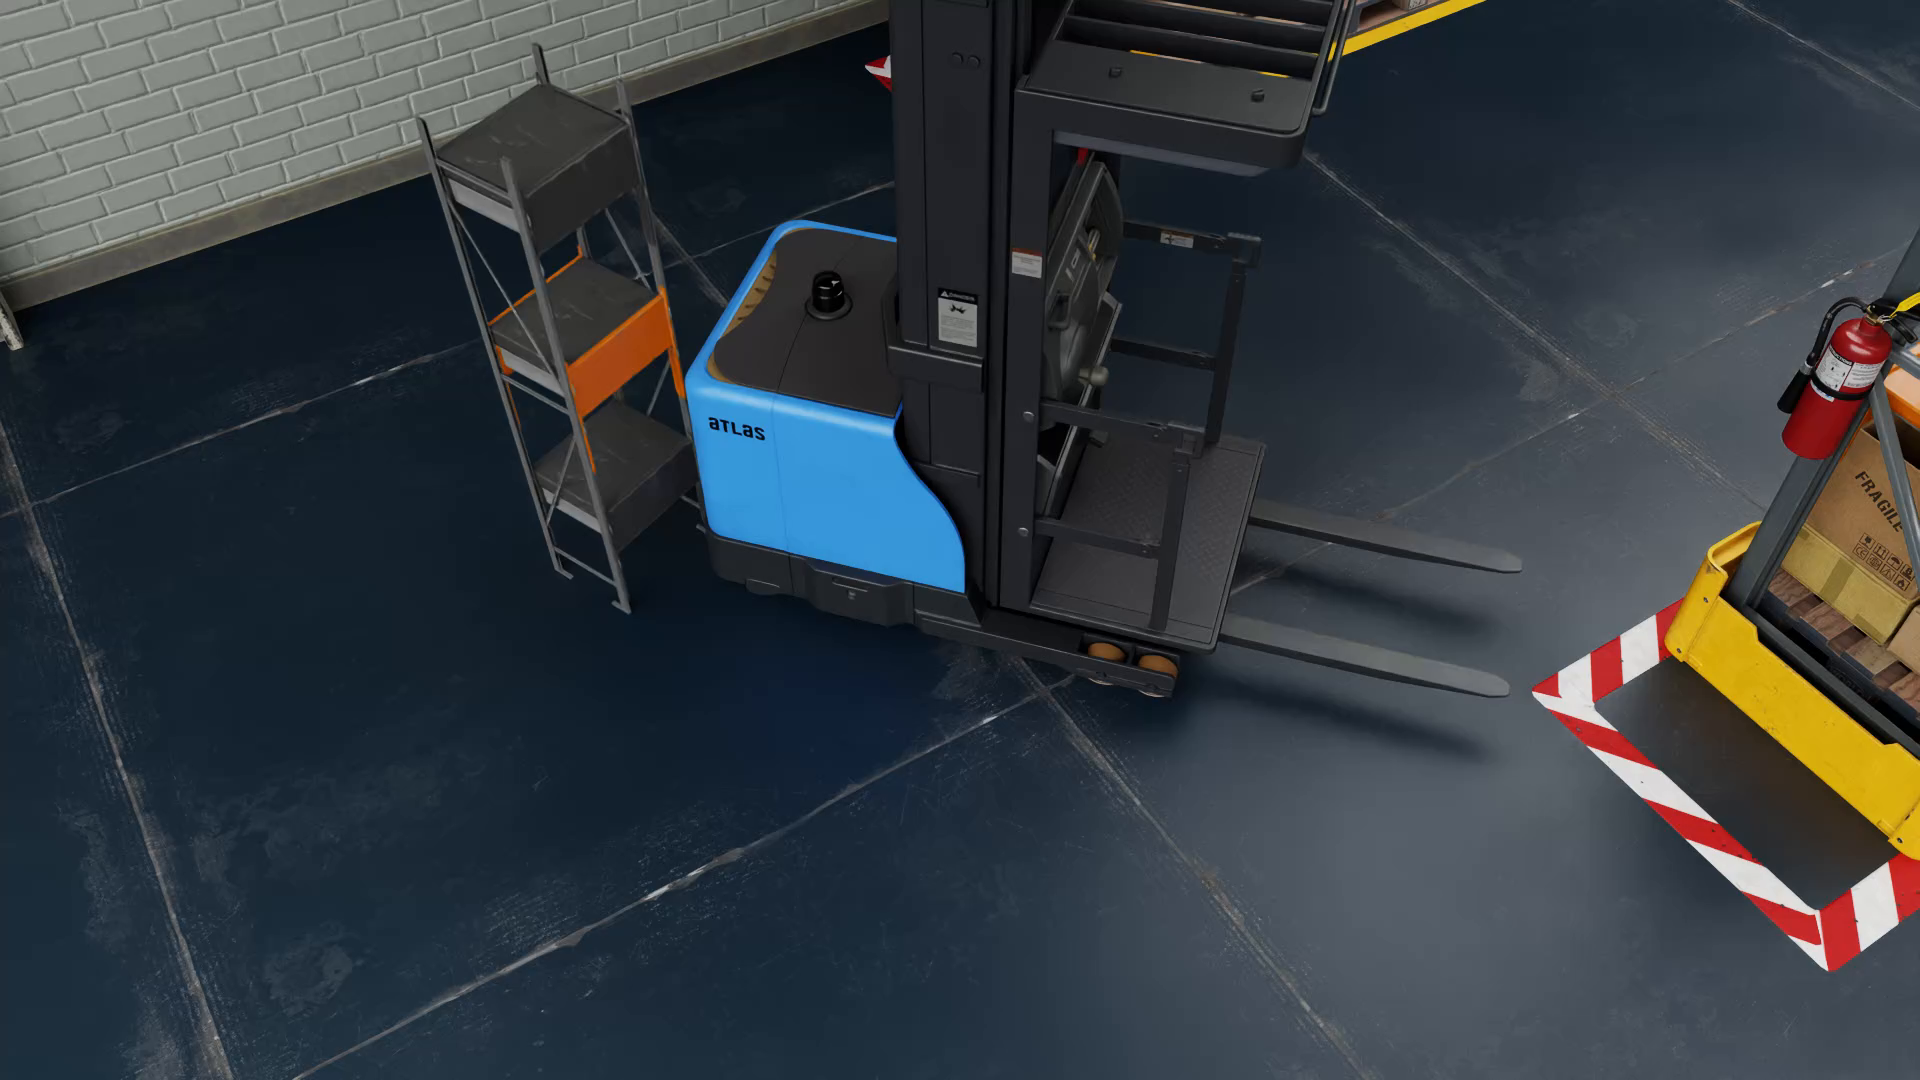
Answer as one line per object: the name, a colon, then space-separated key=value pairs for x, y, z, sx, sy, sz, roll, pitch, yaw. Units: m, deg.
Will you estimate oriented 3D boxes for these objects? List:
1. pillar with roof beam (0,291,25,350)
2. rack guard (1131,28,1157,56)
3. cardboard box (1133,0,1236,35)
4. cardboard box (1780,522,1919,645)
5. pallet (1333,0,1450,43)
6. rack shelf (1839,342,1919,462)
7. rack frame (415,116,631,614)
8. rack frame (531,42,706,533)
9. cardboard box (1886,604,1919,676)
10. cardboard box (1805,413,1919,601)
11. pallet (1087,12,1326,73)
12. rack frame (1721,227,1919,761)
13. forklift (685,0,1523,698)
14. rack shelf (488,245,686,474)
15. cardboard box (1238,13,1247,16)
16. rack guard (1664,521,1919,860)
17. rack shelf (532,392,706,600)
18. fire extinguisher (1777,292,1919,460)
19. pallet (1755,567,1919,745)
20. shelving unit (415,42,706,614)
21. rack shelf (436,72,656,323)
pillar with roof beam: x=-2.154 y=-1.162 z=1.704 sx=0.400 sy=9.000 sz=9.100 roll=-25 pitch=53 yaw=-21
rack guard: x=0.557 y=-2.650 z=8.721 sx=0.348 sy=0.500 sz=1.175 roll=-25 pitch=53 yaw=-21
cardboard box: x=1.126 y=-2.922 z=8.795 sx=0.500 sy=0.311 sz=0.500 roll=-31 pitch=55 yaw=-25
cardboard box: x=3.435 y=0.050 z=6.202 sx=0.500 sy=0.250 sz=0.500 roll=-25 pitch=53 yaw=-21
pallet: x=2.294 y=-3.339 z=9.527 sx=1.213 sy=0.211 sz=1.003 roll=-25 pitch=53 yaw=-21
rack shelf: x=4.831 y=-0.882 z=5.954 sx=4.000 sy=0.370 sz=1.077 roll=-25 pitch=53 yaw=-21
rack frame: x=-1.459 y=-0.497 z=5.728 sx=0.400 sy=2.100 sz=0.015 roll=28 pitch=55 yaw=23
rack frame: x=-1.175 y=-0.798 z=5.986 sx=0.400 sy=2.100 sz=0.015 roll=28 pitch=55 yaw=23
cardboard box: x=3.712 y=0.377 z=5.911 sx=0.500 sy=0.250 sz=0.500 roll=-25 pitch=53 yaw=-21
cardboard box: x=3.434 y=-0.200 z=5.923 sx=0.500 sy=0.500 sz=0.500 roll=-25 pitch=53 yaw=-21
pallet: x=1.263 y=-2.856 z=9.097 sx=1.213 sy=0.211 sz=1.003 roll=-25 pitch=53 yaw=-21
rack frame: x=3.139 y=-0.324 z=4.975 sx=0.127 sy=3.000 sz=1.000 roll=-25 pitch=53 yaw=-21
forklift: x=0.598 y=-0.839 z=5.480 sx=3.031 sy=2.935 sz=1.130 roll=13 pitch=50 yaw=11
rack shelf: x=-1.317 y=-0.638 z=5.867 sx=0.431 sy=0.518 sz=0.480 roll=28 pitch=55 yaw=23
cardboard box: x=1.608 y=-3.150 z=8.997 sx=0.500 sy=0.311 sz=0.500 roll=-21 pitch=52 yaw=-18
rack guard: x=3.119 y=0.517 z=5.900 sx=0.348 sy=0.500 sz=1.175 roll=-25 pitch=53 yaw=-21
rack shelf: x=-1.303 y=-0.175 z=6.391 sx=0.431 sy=0.518 sz=0.480 roll=28 pitch=55 yaw=23
fire extinguisher: x=2.791 y=-0.545 z=5.224 sx=0.183 sy=0.674 sz=0.296 roll=-25 pitch=53 yaw=-21
pallet: x=3.764 y=0.272 z=6.312 sx=1.213 sy=0.211 sz=1.003 roll=-25 pitch=53 yaw=-21
shelving unit: x=-1.317 y=-0.647 z=5.857 sx=0.431 sy=2.100 sz=0.503 roll=28 pitch=55 yaw=23
rack shelf: x=-1.331 y=-1.102 z=5.343 sx=0.431 sy=0.518 sz=0.480 roll=28 pitch=55 yaw=23
